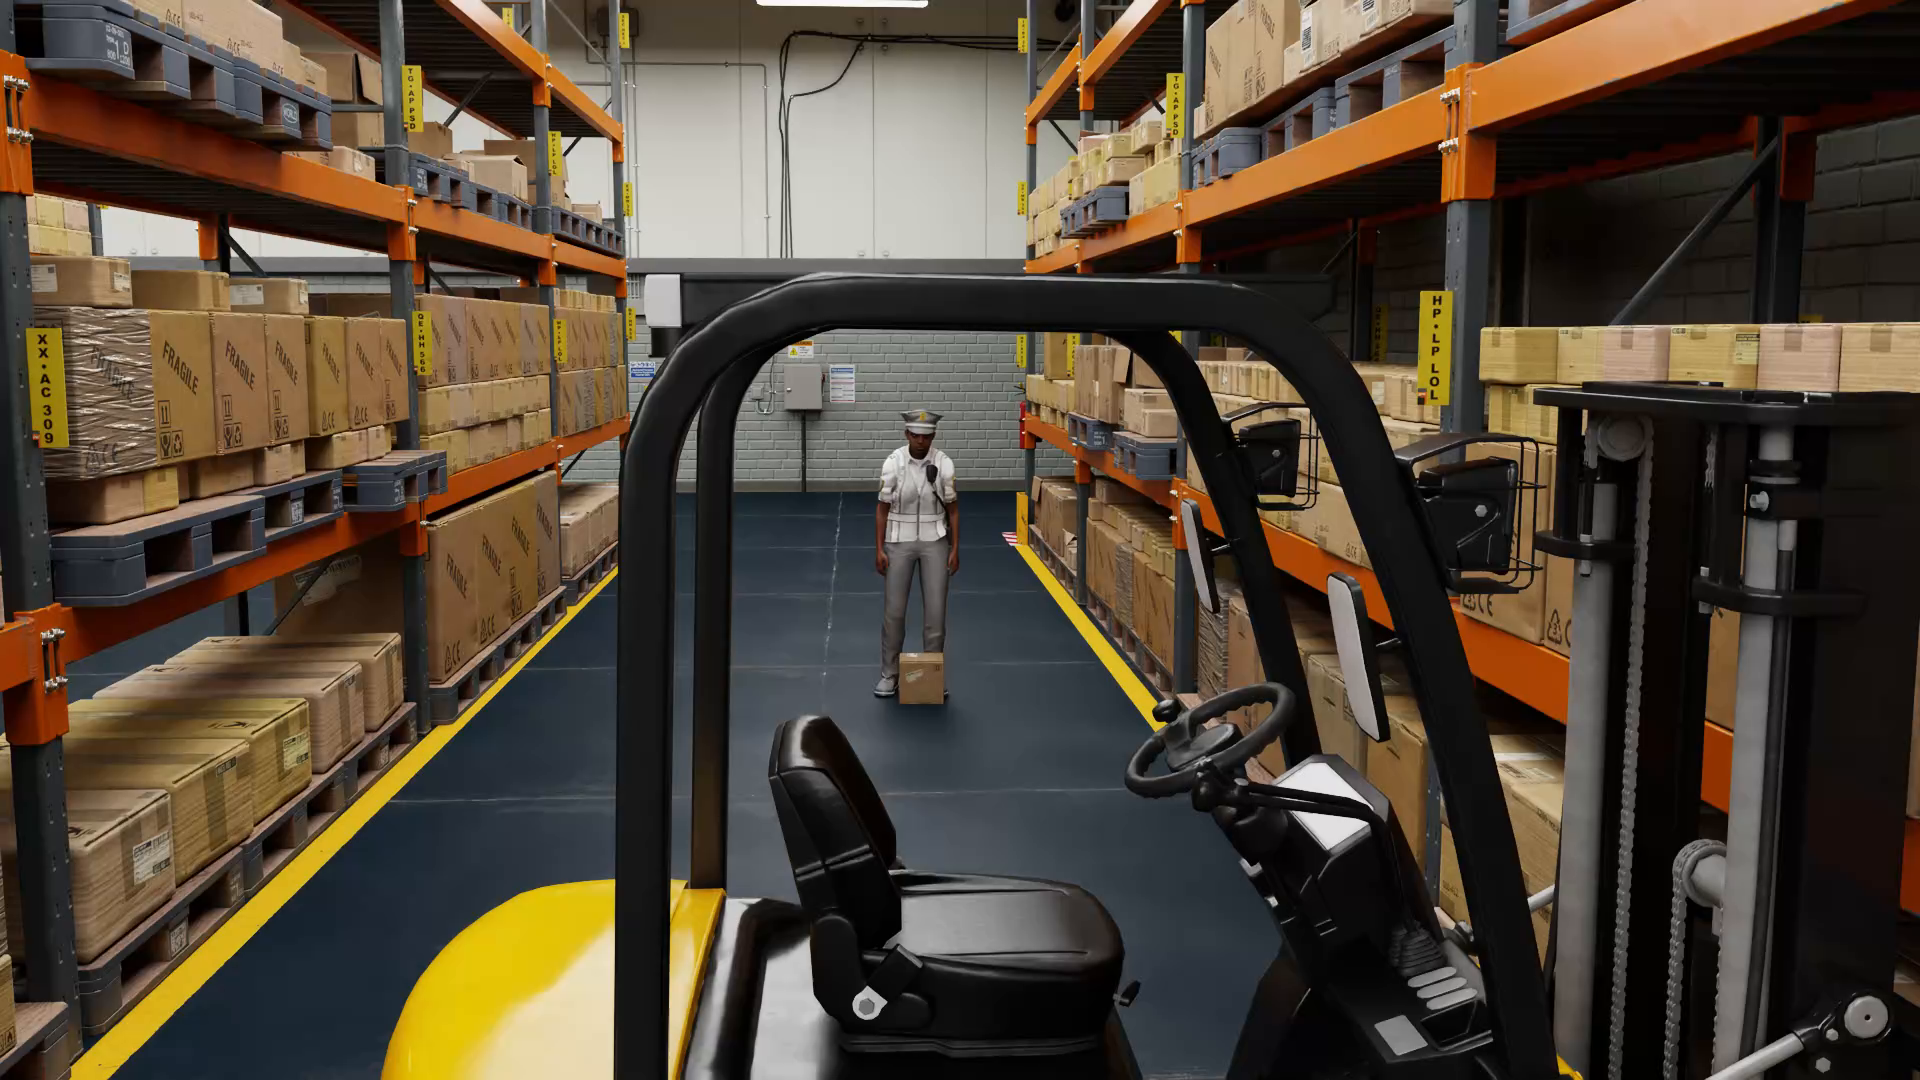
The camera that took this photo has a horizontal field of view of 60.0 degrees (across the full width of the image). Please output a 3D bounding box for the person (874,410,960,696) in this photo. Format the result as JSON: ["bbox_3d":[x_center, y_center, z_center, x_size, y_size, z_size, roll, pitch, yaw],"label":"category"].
[{"bbox_3d":[-0.252,0.069,9.687,0.506,1.660,0.415,0,7,-3],"label":"person"}]
